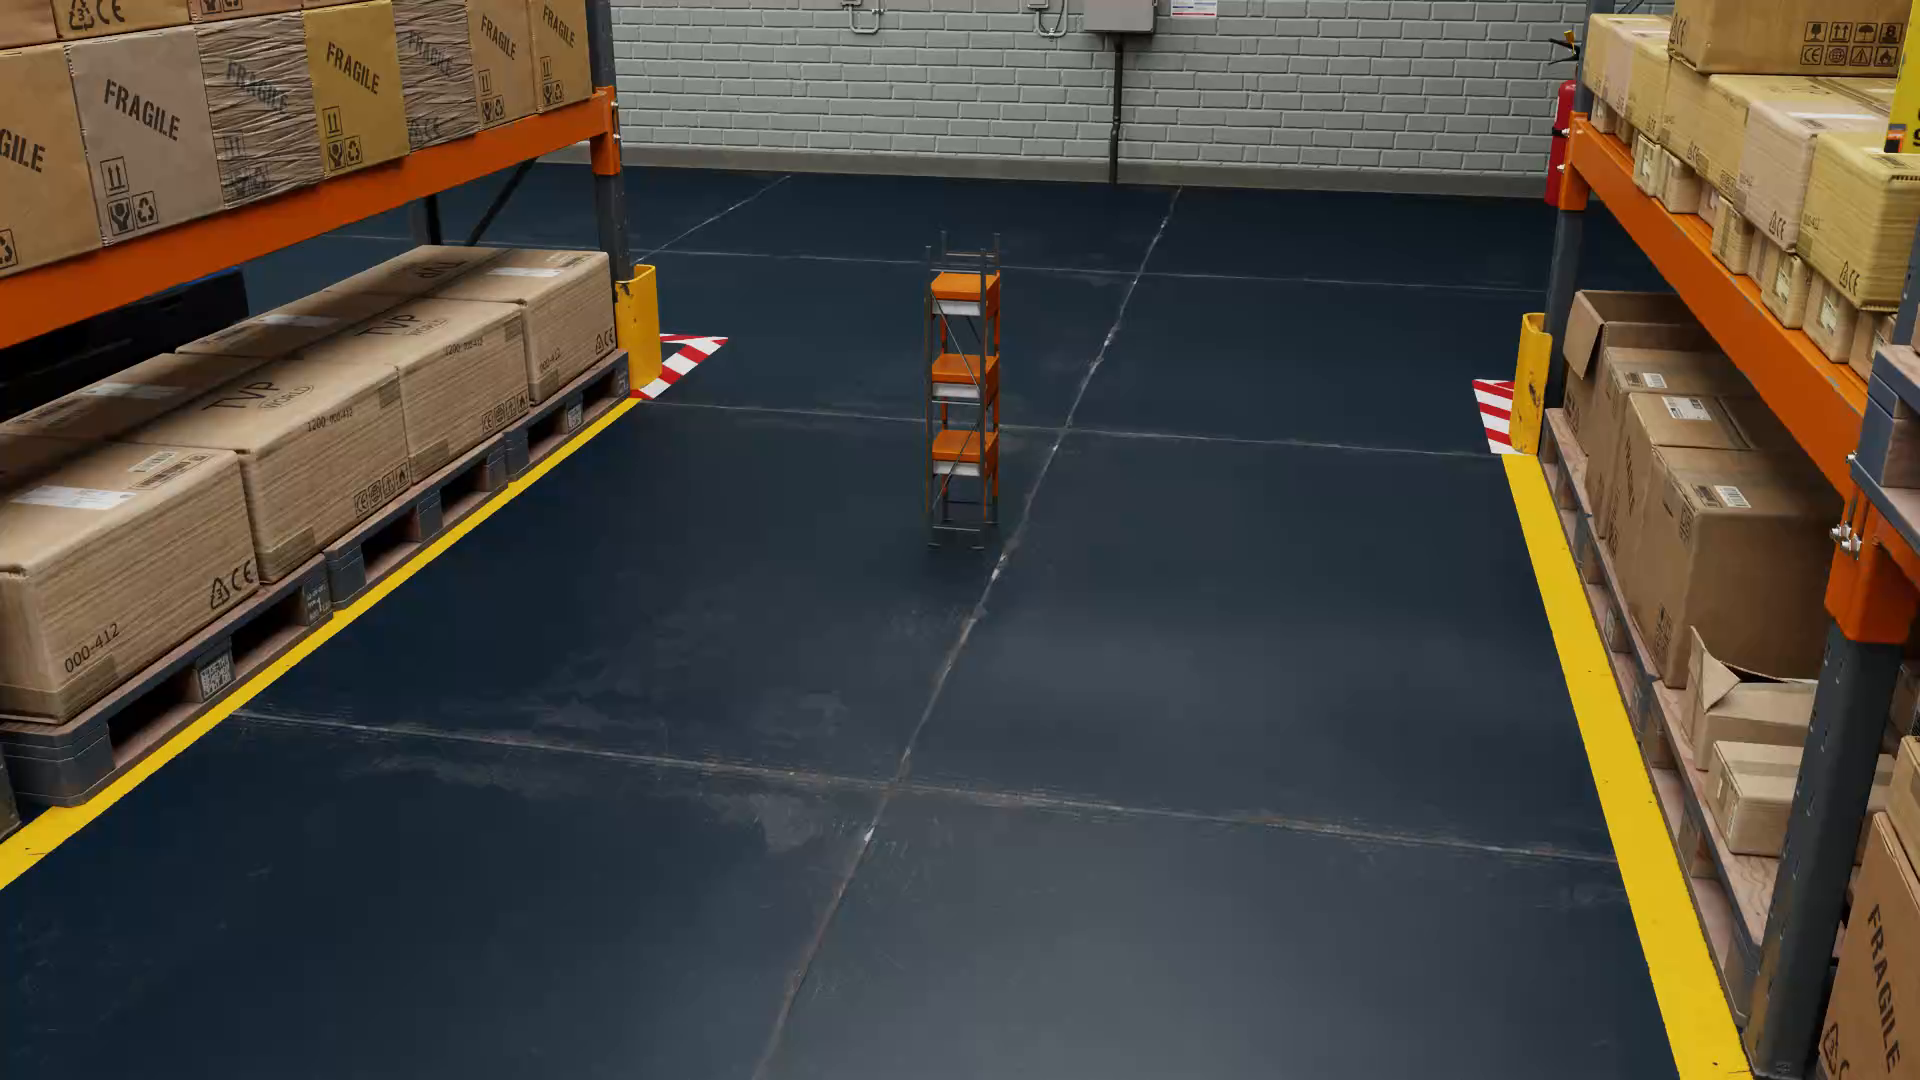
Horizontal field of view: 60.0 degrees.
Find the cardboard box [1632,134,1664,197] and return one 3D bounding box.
[{"bbox_3d":[2.218,-1.102,4.912,0.380,0.149,0.250,4,22,9],"label":"cardboard box"}]

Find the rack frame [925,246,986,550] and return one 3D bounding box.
[{"bbox_3d":[-0.014,-0.462,5.595,0.200,1.050,0.008,4,22,11],"label":"rack frame"}]

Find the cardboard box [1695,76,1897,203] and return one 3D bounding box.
[{"bbox_3d":[2.116,-0.962,4.029,0.500,0.250,0.500,4,22,11],"label":"cardboard box"}]

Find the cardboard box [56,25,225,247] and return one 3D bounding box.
[{"bbox_3d":[-2.352,-1.082,4.390,0.500,0.500,0.500,5,22,11],"label":"cardboard box"}]

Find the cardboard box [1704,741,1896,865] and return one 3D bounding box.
[{"bbox_3d":[1.875,0.579,3.656,0.380,0.149,0.250,4,22,9],"label":"cardboard box"}]

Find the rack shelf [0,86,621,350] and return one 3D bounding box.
[{"bbox_3d":[-2.403,-1.098,5.527,1.077,0.370,4.000,4,22,11],"label":"rack shelf"}]

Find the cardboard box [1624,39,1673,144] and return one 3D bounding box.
[{"bbox_3d":[2.306,-1.339,4.965,0.500,0.250,0.500,4,22,10],"label":"cardboard box"}]

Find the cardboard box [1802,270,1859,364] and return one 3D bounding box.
[{"bbox_3d":[1.899,-0.439,3.265,0.380,0.149,0.250,5,22,12],"label":"cardboard box"}]

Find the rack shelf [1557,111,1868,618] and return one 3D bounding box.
[{"bbox_3d":[2.457,-0.721,4.590,1.077,0.370,4.000,4,22,11],"label":"rack shelf"}]

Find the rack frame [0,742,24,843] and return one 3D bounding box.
[{"bbox_3d":[-2.811,-0.700,3.576,1.000,3.000,0.127,4,22,11],"label":"rack frame"}]

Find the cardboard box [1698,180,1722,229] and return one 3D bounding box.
[{"bbox_3d":[2.199,-0.905,4.422,0.380,0.149,0.250,4,22,11],"label":"cardboard box"}]

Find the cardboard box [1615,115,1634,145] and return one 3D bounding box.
[{"bbox_3d":[2.523,-1.473,5.833,0.380,0.149,0.250,5,22,12],"label":"cardboard box"}]

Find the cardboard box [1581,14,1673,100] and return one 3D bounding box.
[{"bbox_3d":[2.509,-1.709,5.884,0.500,0.250,0.500,5,22,11],"label":"cardboard box"}]

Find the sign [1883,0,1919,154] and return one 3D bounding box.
[{"bbox_3d":[1.516,-0.763,2.574,0.100,0.325,0.005,4,22,11],"label":"sign"}]

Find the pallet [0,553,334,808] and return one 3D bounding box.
[{"bbox_3d":[-2.579,0.322,4.773,1.003,0.211,1.213,4,22,11],"label":"pallet"}]

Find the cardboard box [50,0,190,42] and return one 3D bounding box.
[{"bbox_3d":[-2.368,-1.550,4.215,0.500,0.500,0.500,4,22,10],"label":"cardboard box"}]

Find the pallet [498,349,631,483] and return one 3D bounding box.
[{"bbox_3d":[-2.081,-0.571,6.988,1.003,0.211,1.213,4,22,11],"label":"pallet"}]

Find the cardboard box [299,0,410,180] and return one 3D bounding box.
[{"bbox_3d":[-2.139,-1.451,5.308,0.500,0.500,0.500,5,22,13],"label":"cardboard box"}]

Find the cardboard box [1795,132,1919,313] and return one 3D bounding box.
[{"bbox_3d":[1.914,-0.596,3.121,0.500,0.250,0.500,5,22,12],"label":"cardboard box"}]

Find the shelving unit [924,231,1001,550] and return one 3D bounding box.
[{"bbox_3d":[0.011,-0.507,5.706,0.215,1.050,0.252,4,22,11],"label":"shelving unit"}]

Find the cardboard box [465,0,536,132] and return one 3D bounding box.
[{"bbox_3d":[-1.951,-1.830,6.249,0.500,0.500,0.500,4,22,10],"label":"cardboard box"}]

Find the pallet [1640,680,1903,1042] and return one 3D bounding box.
[{"bbox_3d":[2.190,0.720,3.784,1.003,0.211,1.213,4,22,11],"label":"pallet"}]

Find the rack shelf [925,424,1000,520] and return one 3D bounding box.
[{"bbox_3d":[0.011,-0.239,5.814,0.215,0.259,0.240,4,22,11],"label":"rack shelf"}]

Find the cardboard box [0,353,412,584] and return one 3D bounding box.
[{"bbox_3d":[-2.396,-0.255,5.339,0.875,0.438,0.875,4,22,9],"label":"cardboard box"}]

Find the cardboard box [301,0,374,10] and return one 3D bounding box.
[{"bbox_3d":[-2.147,-1.921,5.135,0.500,0.500,0.500,4,22,11],"label":"cardboard box"}]

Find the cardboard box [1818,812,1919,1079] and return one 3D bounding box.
[{"bbox_3d":[1.730,0.802,2.632,0.500,0.500,0.500,5,23,13],"label":"cardboard box"}]

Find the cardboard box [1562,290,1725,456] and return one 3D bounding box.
[{"bbox_3d":[2.648,-0.606,6.123,0.797,0.503,0.637,4,22,9],"label":"cardboard box"}]

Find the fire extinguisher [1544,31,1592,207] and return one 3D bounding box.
[{"bbox_3d":[2.443,-1.666,6.577,0.296,0.674,0.183,4,22,11],"label":"fire extinguisher"}]

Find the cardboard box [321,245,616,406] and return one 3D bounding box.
[{"bbox_3d":[-2.032,-0.920,6.990,0.875,0.438,0.875,4,22,9],"label":"cardboard box"}]

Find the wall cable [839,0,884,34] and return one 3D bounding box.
[{"bbox_3d":[-0.867,-4.712,12.138,0.585,1.953,0.123,4,22,11],"label":"wall cable"}]

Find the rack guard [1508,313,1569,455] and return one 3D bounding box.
[{"bbox_3d":[2.850,-0.598,6.670,1.175,0.500,0.348,4,22,11],"label":"rack guard"}]

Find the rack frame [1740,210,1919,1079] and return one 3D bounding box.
[{"bbox_3d":[2.049,-0.323,2.640,1.000,3.000,0.127,4,22,11],"label":"rack frame"}]

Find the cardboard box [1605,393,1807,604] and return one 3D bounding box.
[{"bbox_3d":[2.229,-0.109,4.893,0.500,0.500,0.500,5,22,12],"label":"cardboard box"}]

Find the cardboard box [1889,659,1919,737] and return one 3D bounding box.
[{"bbox_3d":[2.504,0.423,4.043,0.380,0.149,0.250,4,22,10],"label":"cardboard box"}]

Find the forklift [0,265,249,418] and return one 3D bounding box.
[{"bbox_3d":[-4.559,-1.979,6.844,1.130,2.935,3.031,7,23,16],"label":"forklift"}]

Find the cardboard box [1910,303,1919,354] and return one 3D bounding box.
[{"bbox_3d":[1.731,-0.404,2.146,0.700,0.500,0.500,5,22,12],"label":"cardboard box"}]

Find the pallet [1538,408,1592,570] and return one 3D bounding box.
[{"bbox_3d":[2.688,-0.173,6.000,1.003,0.211,1.213,4,22,11],"label":"pallet"}]

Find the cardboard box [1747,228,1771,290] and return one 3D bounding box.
[{"bbox_3d":[2.008,-0.630,3.738,0.380,0.149,0.250,5,22,12],"label":"cardboard box"}]
